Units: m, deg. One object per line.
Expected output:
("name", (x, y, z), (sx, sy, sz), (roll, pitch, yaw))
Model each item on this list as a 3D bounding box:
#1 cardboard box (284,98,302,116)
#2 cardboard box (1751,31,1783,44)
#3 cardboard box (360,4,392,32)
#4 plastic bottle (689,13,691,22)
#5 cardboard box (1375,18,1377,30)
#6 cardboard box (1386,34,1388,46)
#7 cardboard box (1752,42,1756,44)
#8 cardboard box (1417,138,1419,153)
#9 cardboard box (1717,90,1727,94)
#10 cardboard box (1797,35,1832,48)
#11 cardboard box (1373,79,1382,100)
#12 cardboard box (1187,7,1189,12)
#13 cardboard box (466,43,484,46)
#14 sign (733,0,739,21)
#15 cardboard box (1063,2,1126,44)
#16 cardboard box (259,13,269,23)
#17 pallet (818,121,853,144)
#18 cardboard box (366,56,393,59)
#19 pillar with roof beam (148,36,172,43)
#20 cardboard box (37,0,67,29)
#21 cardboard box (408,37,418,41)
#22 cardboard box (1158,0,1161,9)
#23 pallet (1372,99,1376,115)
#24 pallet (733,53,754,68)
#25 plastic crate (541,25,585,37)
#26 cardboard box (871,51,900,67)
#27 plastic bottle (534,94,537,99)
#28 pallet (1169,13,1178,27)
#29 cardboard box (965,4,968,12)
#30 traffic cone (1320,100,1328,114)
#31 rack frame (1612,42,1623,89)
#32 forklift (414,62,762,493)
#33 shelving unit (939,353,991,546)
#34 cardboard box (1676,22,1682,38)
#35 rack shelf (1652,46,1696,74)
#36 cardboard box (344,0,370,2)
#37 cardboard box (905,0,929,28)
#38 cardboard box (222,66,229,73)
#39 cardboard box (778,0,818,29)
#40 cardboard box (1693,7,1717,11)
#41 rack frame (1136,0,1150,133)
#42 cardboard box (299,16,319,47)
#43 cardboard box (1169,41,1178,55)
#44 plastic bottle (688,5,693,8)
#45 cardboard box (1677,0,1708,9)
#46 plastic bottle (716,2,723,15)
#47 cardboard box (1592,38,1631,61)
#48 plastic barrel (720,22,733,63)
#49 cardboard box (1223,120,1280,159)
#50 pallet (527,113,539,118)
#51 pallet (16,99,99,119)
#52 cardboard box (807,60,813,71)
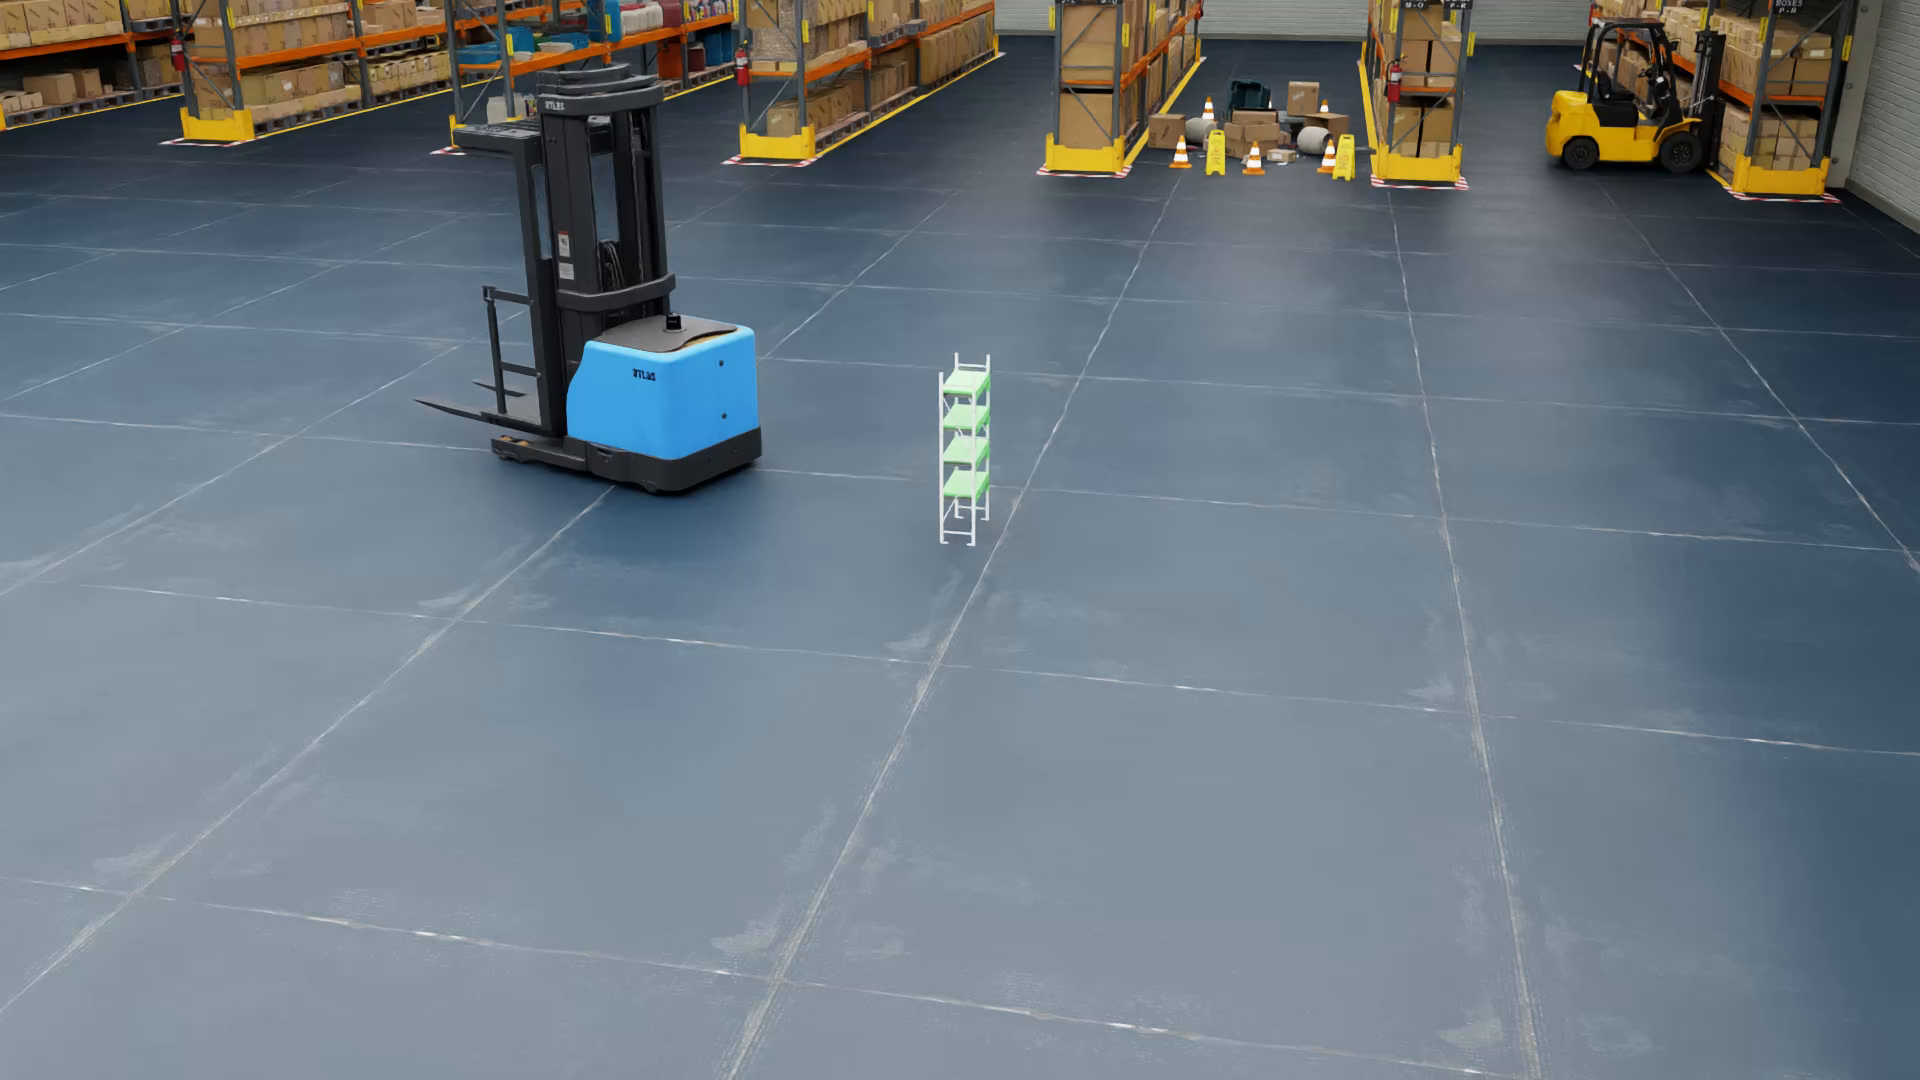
("cardboard box", (-12.093, -7.716, 29.616), (0.500, 0.250, 0.500), (4, 22, 11))
("cardboard box", (11.551, -7.185, 23.779), (0.380, 0.149, 0.250), (5, 22, 12))
("cardboard box", (-11.525, -10.233, 32.613), (0.500, 0.500, 0.500), (6, 23, 15))
("plastic bottle", (-5.665, -10.916, 34.708), (0.097, 0.201, 0.097), (0, 22, 0))
("cardboard box", (8.466, -10.171, 32.795), (0.500, 0.250, 0.500), (4, 22, 10))
("cardboard box", (7.151, -8.062, 26.824), (0.500, 0.500, 0.500), (4, 22, 11))
("cardboard box", (11.570, -7.044, 23.826), (0.380, 0.149, 0.250), (5, 22, 12))
("cardboard box", (7.324, -6.119, 25.650), (0.500, 0.250, 0.500), (5, 23, 13))
("cardboard box", (12.048, -7.056, 26.637), (0.500, 0.250, 0.500), (4, 22, 10))
("cardboard box", (11.915, -6.954, 23.206), (0.380, 0.149, 0.250), (4, 22, 10))
("cardboard box", (8.285, -8.435, 31.239), (0.950, 0.372, 0.625), (3, 22, 7))
("cardboard box", (4.897, -11.819, 37.020), (0.380, 0.149, 0.250), (5, 22, 12))
("cardboard box", (-10.515, -10.558, 36.312), (0.500, 0.500, 0.500), (4, 22, 9))
("sign", (-3.463, -8.228, 25.796), (0.100, 0.325, 0.005), (4, 22, 11))
("cardboard box", (2.024, -7.783, 25.018), (0.875, 0.550, 0.550), (4, 22, 11))
("cardboard box", (-12.173, -9.006, 28.698), (0.380, 0.149, 0.250), (4, 22, 10))
("pallet", (-2.457, -6.969, 28.374), (1.003, 0.211, 1.213), (4, 22, 11))
("cardboard box", (-11.693, -9.620, 33.594), (0.500, 0.311, 0.500), (4, 22, 10))
("pillar with roof beam", (-12.737, -13.599, 33.073), (9.100, 9.000, 0.400), (4, 22, 11))
("cardboard box", (-16.764, -9.625, 30.408), (0.500, 0.500, 0.500), (5, 23, 13))
("cardboard box", (-14.354, -13.068, 42.570), (0.700, 0.500, 0.500), (4, 22, 11))
("cardboard box", (3.442, -10.352, 31.571), (0.700, 0.500, 0.500), (4, 22, 11))
("pallet", (8.249, -8.086, 31.149), (1.003, 0.211, 1.213), (4, 22, 11))
("pallet", (-5.212, -11.240, 38.979), (1.003, 0.211, 1.213), (4, 22, 11))
("plastic crate", (-7.188, -9.125, 30.078), (0.767, 0.338, 0.504), (4, 22, 11))
("cardboard box", (-1.497, -9.371, 32.360), (0.500, 0.250, 0.500), (7, 23, 17))
("plastic bottle", (-7.641, -7.890, 29.976), (0.061, 0.283, 0.133), (5, 23, 13))
("pallet", (3.907, -10.644, 34.024), (1.003, 0.211, 1.213), (4, 22, 11))
("cardboard box", (-0.036, -11.946, 37.336), (0.380, 0.149, 0.250), (4, 22, 9))
("traffic cone", (6.476, -7.586, 29.570), (0.336, 0.463, 0.334), (4, 22, 11))
("rack frame", (14.086, -10.751, 34.033), (1.000, 3.000, 0.127), (4, 22, 11))
("forklift", (-3.033, -2.105, 12.656), (3.031, 2.935, 1.130), (14, 26, 31))
("shelving unit", (0.034, -0.617, 11.280), (0.258, 1.200, 0.503), (4, 22, 11))
("cardboard box", (12.633, -8.745, 28.584), (0.500, 0.250, 0.500), (5, 22, 12))
("rack shelf", (12.862, -8.223, 28.719), (1.077, 0.370, 4.000), (4, 22, 11))
("cardboard box", (-14.896, -13.353, 40.091), (0.980, 0.700, 0.700), (5, 22, 12))
("cardboard box", (-0.926, -10.624, 33.584), (0.500, 0.500, 0.500), (5, 22, 12))
("cardboard box", (-15.935, -10.331, 35.747), (0.700, 0.500, 0.500), (5, 22, 12))
("cardboard box", (-2.545, -8.324, 26.135), (0.500, 0.500, 0.500), (4, 22, 11))
("cardboard box", (13.401, -9.501, 29.928), (0.380, 0.149, 0.250), (5, 23, 13))
("rack frame", (2.727, -8.543, 28.550), (1.000, 3.000, 0.127), (4, 22, 11))
("cardboard box", (-12.097, -9.221, 30.101), (0.700, 0.500, 0.500), (5, 22, 12))
("cardboard box", (4.243, -10.179, 34.392), (0.500, 0.250, 0.500), (3, 22, 9))
("plastic bottle", (-5.902, -11.603, 36.414), (0.097, 0.201, 0.097), (0, 22, 0))
("cardboard box", (13.528, -9.706, 30.742), (0.500, 0.500, 0.500), (6, 23, 13))
("plastic bottle", (-5.293, -11.668, 36.475), (0.152, 0.276, 0.135), (4, 22, 11))
("cardboard box", (14.685, -11.034, 37.516), (0.797, 0.503, 0.637), (4, 22, 9))
("plastic barrel", (-5.452, -11.285, 37.606), (0.600, 0.901, 0.708), (4, 22, 11))
("cardboard box", (4.657, -6.417, 26.613), (0.797, 0.503, 0.637), (-11, 25, -26))
("pallet", (-7.381, -7.352, 29.326), (1.003, 0.211, 1.213), (4, 22, 11))
("pallet", (-17.005, -8.101, 31.187), (1.003, 0.211, 1.213), (4, 22, 11))
("cardboard box", (-2.563, -7.555, 26.432), (0.380, 0.149, 0.250), (4, 22, 11))
